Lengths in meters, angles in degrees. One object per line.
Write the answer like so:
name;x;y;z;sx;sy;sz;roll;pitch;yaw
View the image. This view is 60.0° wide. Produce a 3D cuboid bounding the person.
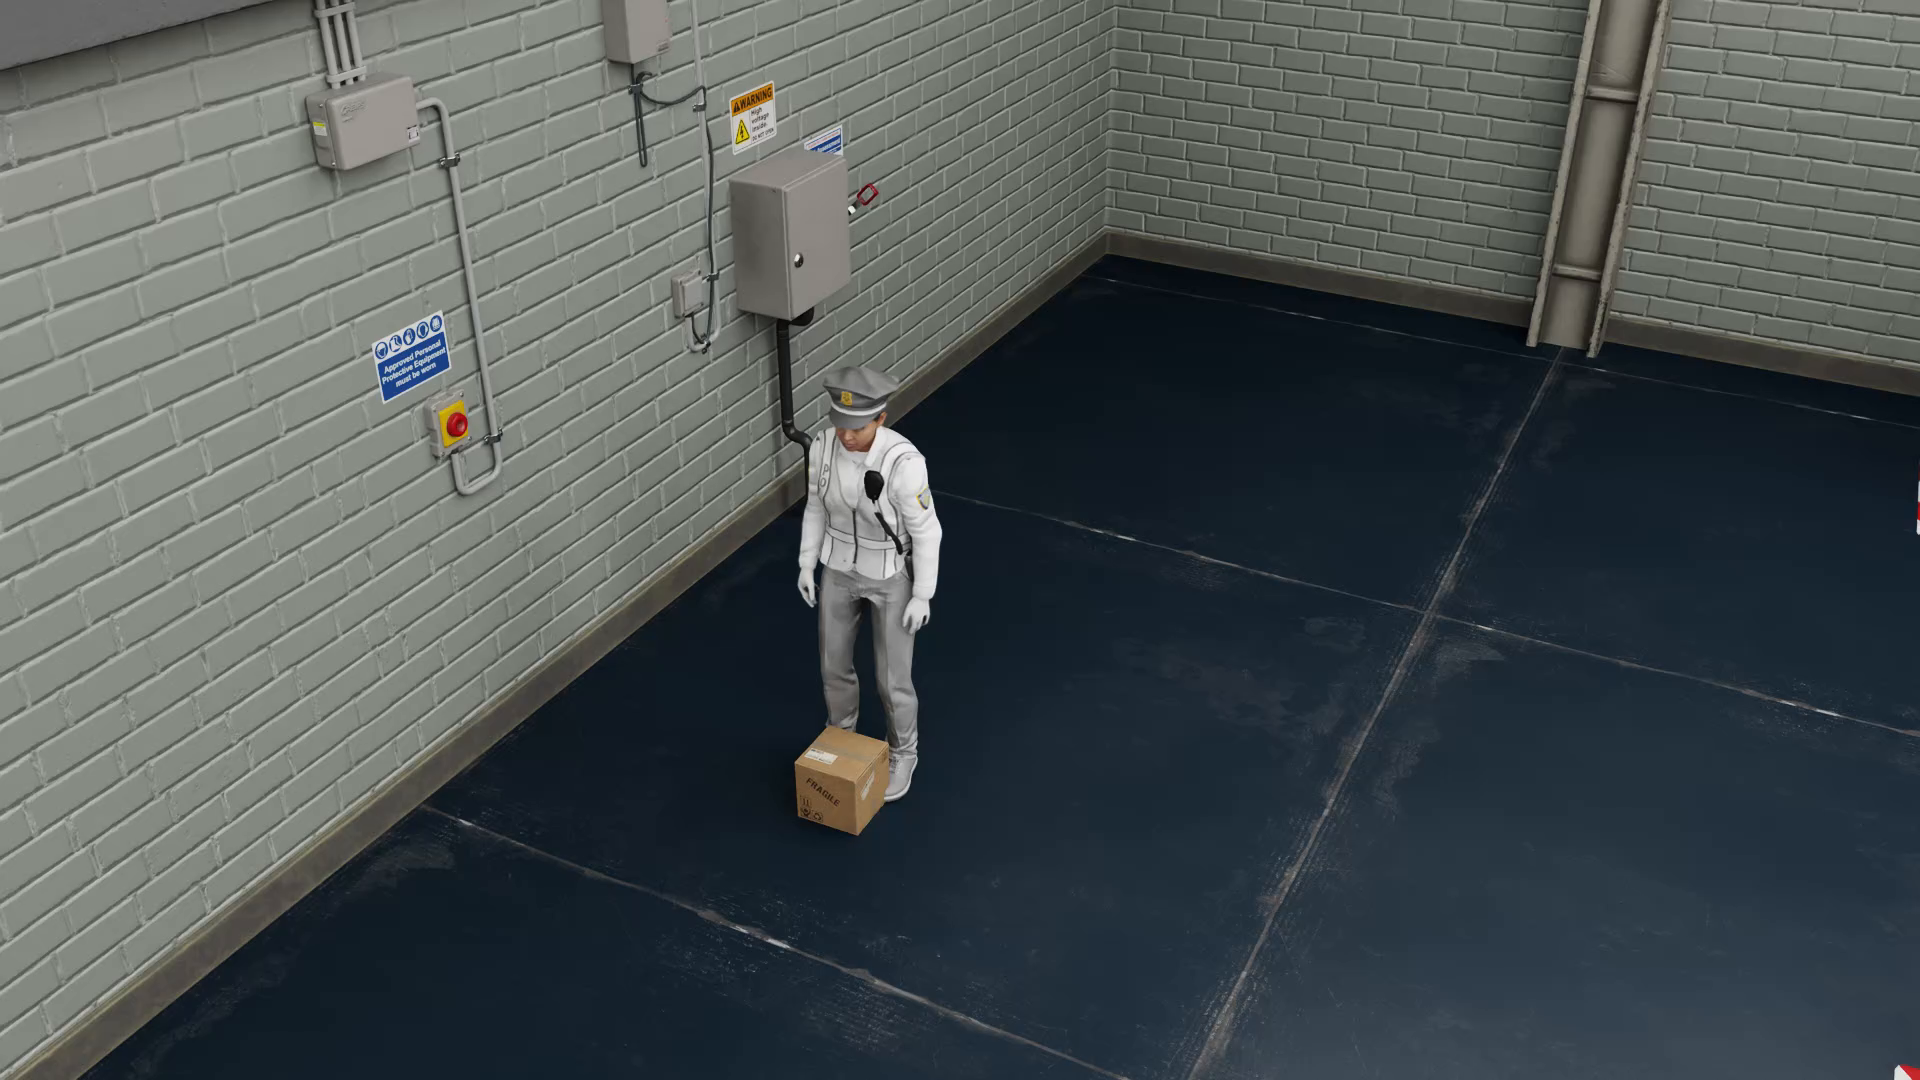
person;-0.326;0.148;5.872;0.531;1.663;0.371;13;33;21
